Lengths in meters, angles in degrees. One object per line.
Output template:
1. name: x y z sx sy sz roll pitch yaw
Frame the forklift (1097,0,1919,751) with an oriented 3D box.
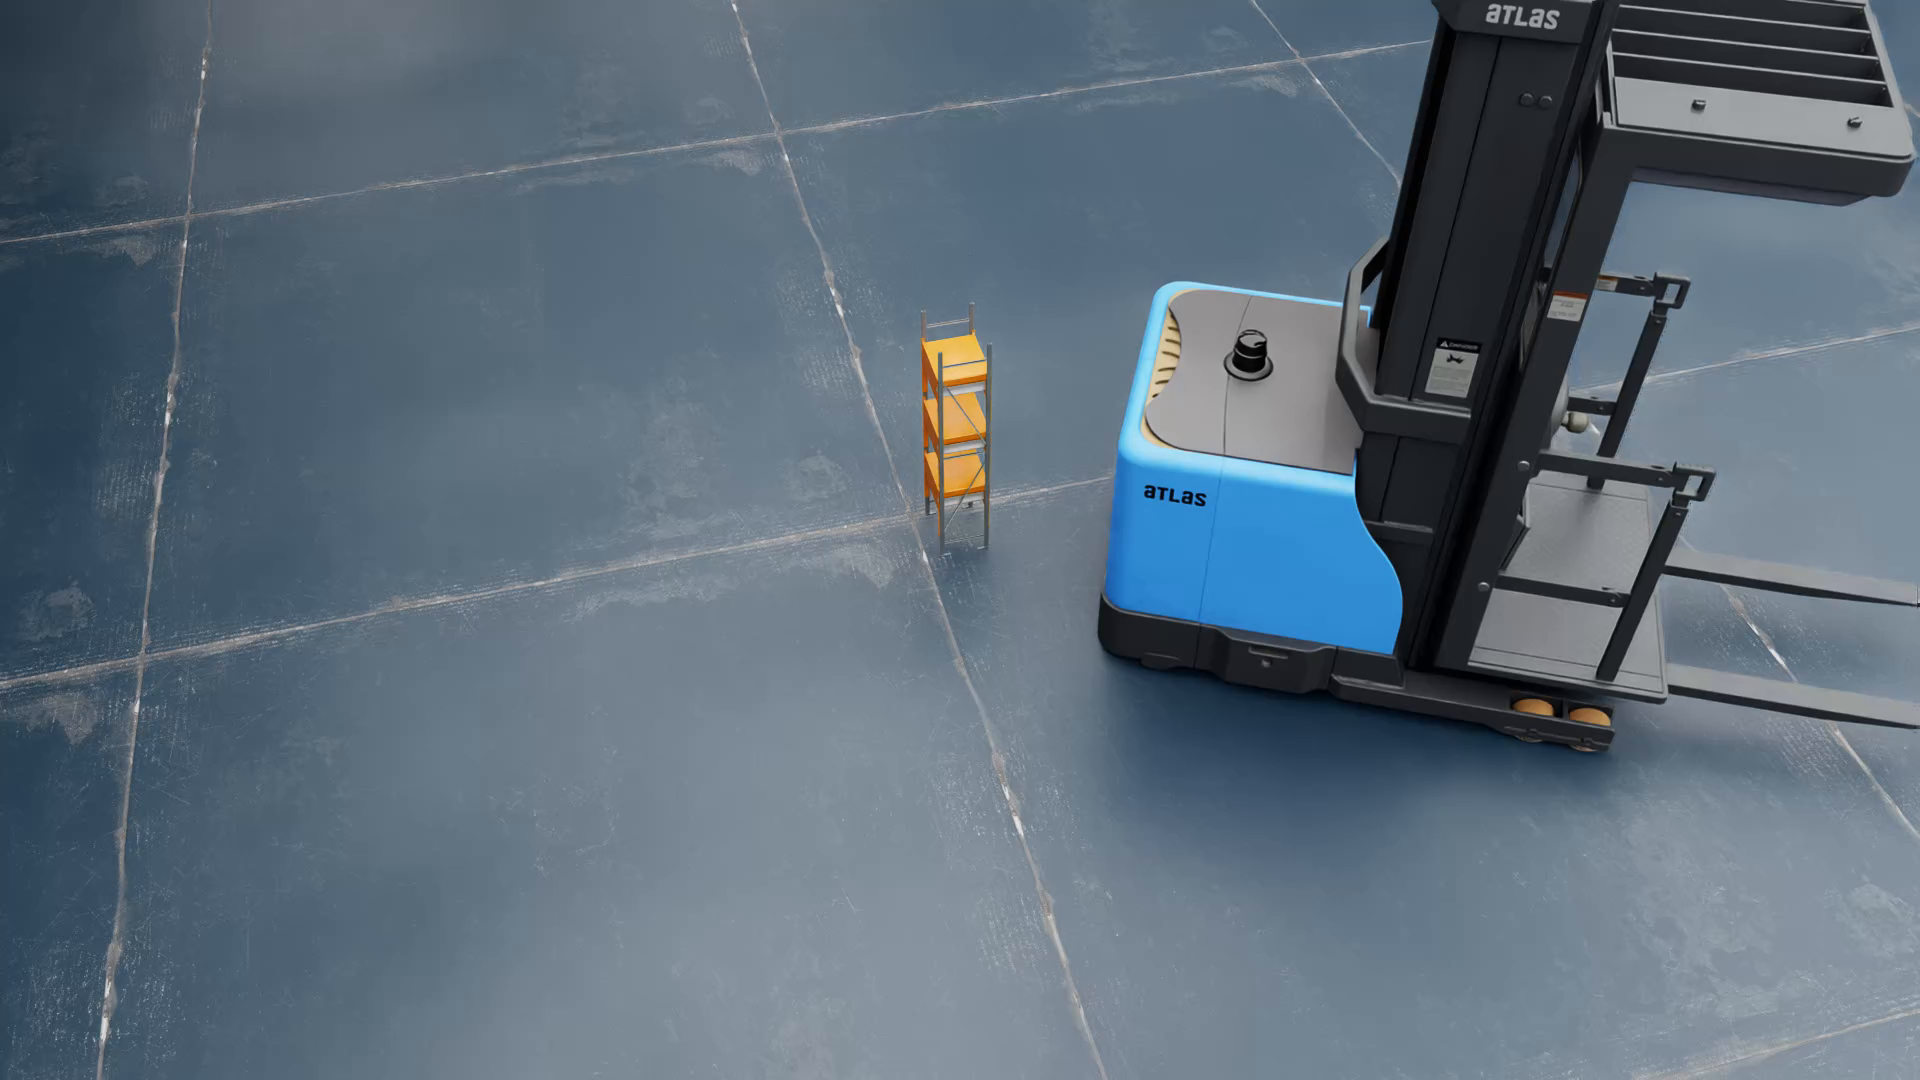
1. forklift: 2.093 -0.683 5.367 3.031 2.935 1.130 9 46 9

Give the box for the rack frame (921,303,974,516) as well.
1. rack frame: -0.045 -0.489 6.494 0.200 1.050 0.008 -11 47 -10

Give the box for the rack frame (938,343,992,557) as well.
1. rack frame: 0.018 -0.320 6.329 0.200 1.050 0.008 -11 47 -10

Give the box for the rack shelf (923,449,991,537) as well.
1. rack shelf: -0.014 -0.202 6.617 0.215 0.259 0.240 -11 47 -10

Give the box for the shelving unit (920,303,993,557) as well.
1. shelving unit: -0.014 -0.404 6.411 0.215 1.050 0.252 -11 47 -10

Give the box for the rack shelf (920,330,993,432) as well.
1. rack shelf: -0.014 -0.596 6.216 0.215 0.259 0.240 -11 47 -10

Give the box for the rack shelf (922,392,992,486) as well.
1. rack shelf: -0.014 -0.397 6.419 0.215 0.259 0.240 -11 47 -10
